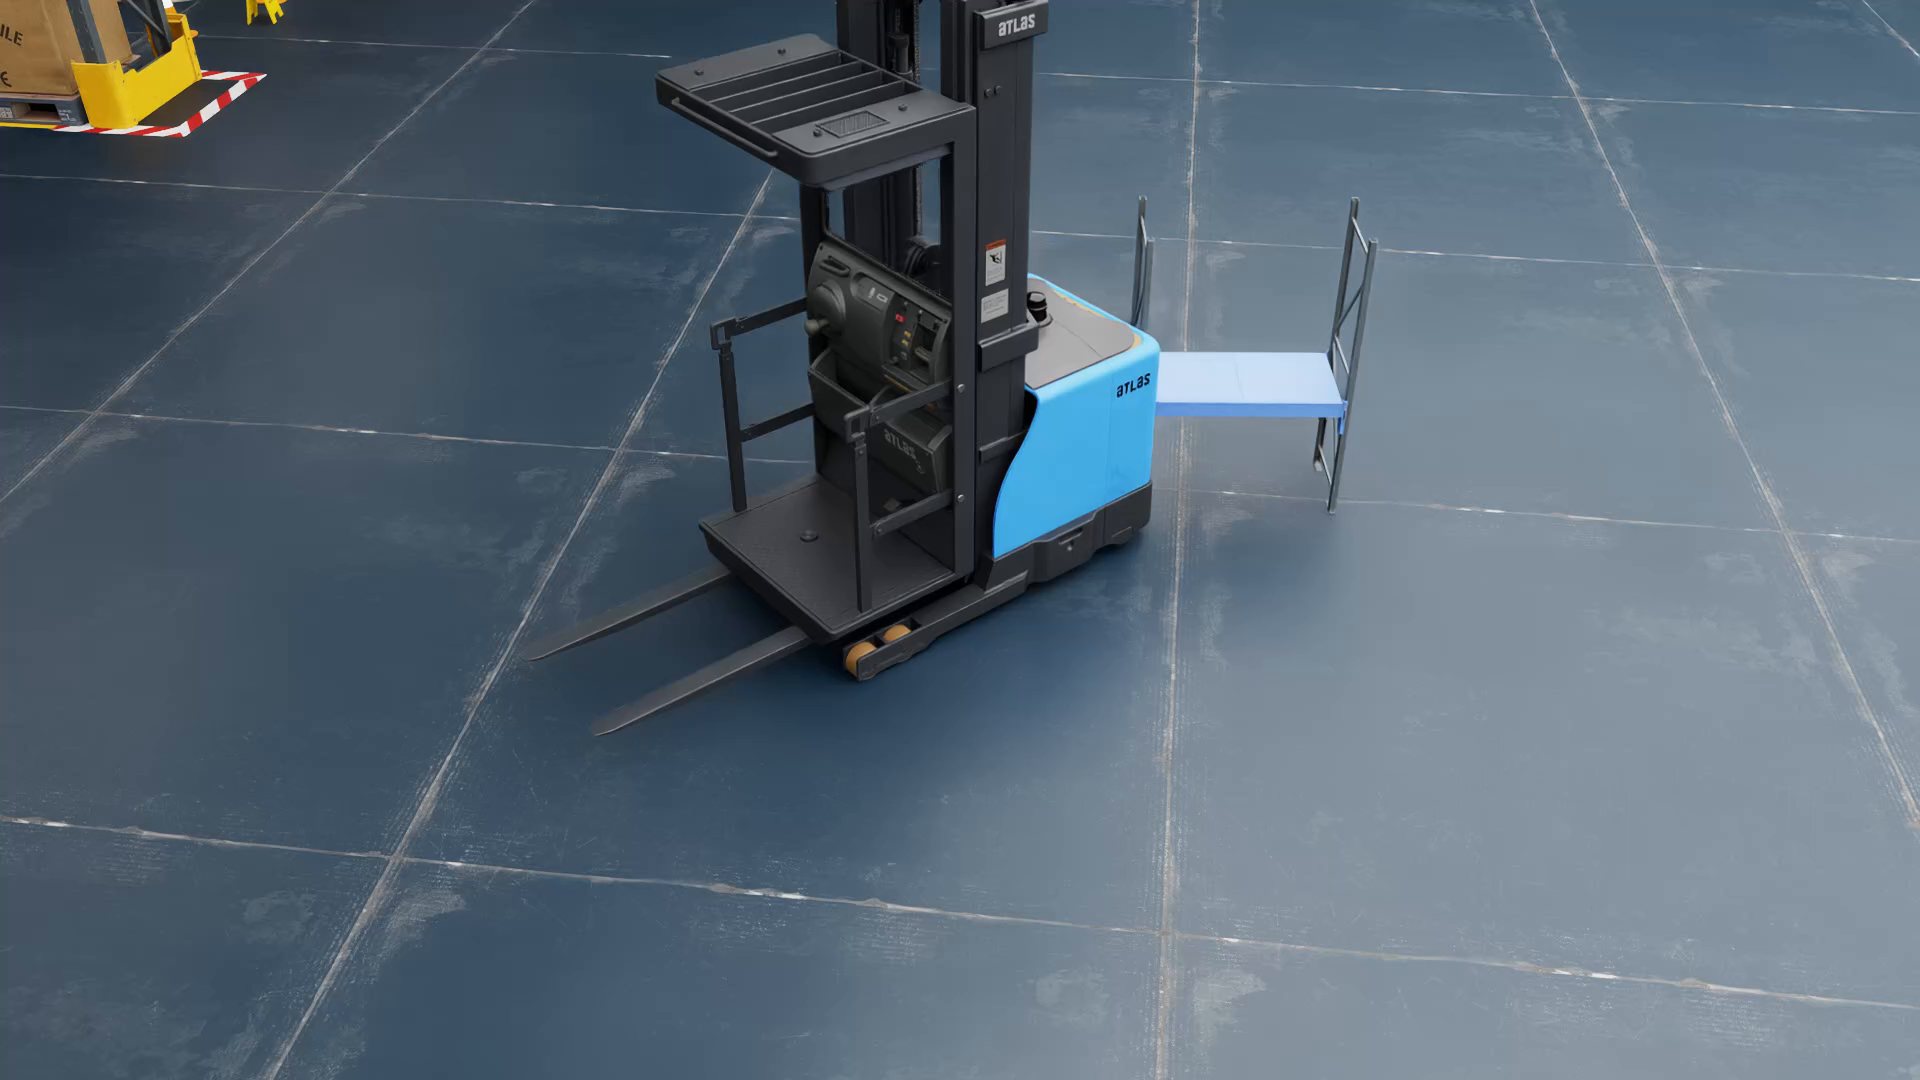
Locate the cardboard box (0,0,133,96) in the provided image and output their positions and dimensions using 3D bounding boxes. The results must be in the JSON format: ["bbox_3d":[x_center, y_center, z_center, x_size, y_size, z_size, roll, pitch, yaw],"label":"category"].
[{"bbox_3d":[-7.099,-4.001,12.742,0.875,0.875,0.875,4,36,6],"label":"cardboard box"}]

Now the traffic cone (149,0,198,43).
[{"bbox_3d":[-6.764,-4.508,14.168,0.334,0.463,0.336,4,36,6],"label":"traffic cone"}]

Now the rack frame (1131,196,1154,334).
[{"bbox_3d":[0.873,-0.897,8.216,0.032,1.500,0.500,0,36,1],"label":"rack frame"}]

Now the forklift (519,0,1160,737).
[{"bbox_3d":[-0.518,-0.919,7.015,3.031,2.935,1.130,-25,43,-31],"label":"forklift"}]

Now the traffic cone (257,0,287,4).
[{"bbox_3d":[-6.283,-5.134,15.045,0.334,0.463,0.336,4,36,6],"label":"traffic cone"}]

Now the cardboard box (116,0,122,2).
[{"bbox_3d":[-7.953,-5.198,15.100,0.637,0.503,0.797,-20,40,-26],"label":"cardboard box"}]

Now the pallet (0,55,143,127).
[{"bbox_3d":[-7.221,-3.562,13.060,1.213,0.211,1.003,4,36,6],"label":"pallet"}]

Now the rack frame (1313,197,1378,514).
[{"bbox_3d":[1.890,-0.889,8.204,0.032,1.500,0.500,0,36,1],"label":"rack frame"}]

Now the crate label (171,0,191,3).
[{"bbox_3d":[-7.071,-5.024,15.171,0.298,0.136,0.250,-14,38,-18],"label":"crate label"}]

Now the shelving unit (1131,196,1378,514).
[{"bbox_3d":[1.382,-0.893,8.210,1.048,1.500,0.538,0,36,1],"label":"shelving unit"}]

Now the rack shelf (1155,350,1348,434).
[{"bbox_3d":[1.382,-0.747,8.315,1.000,0.185,0.538,0,36,1],"label":"rack shelf"}]

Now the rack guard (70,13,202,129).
[{"bbox_3d":[-6.395,-3.664,12.954,0.348,0.500,1.175,4,36,6],"label":"rack guard"}]

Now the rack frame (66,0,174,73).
[{"bbox_3d":[-6.418,-4.683,12.230,0.127,3.000,1.000,4,36,6],"label":"rack frame"}]

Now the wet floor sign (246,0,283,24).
[{"bbox_3d":[-6.138,-4.864,14.509,0.232,0.644,0.267,-2,36,-2],"label":"wet floor sign"}]
